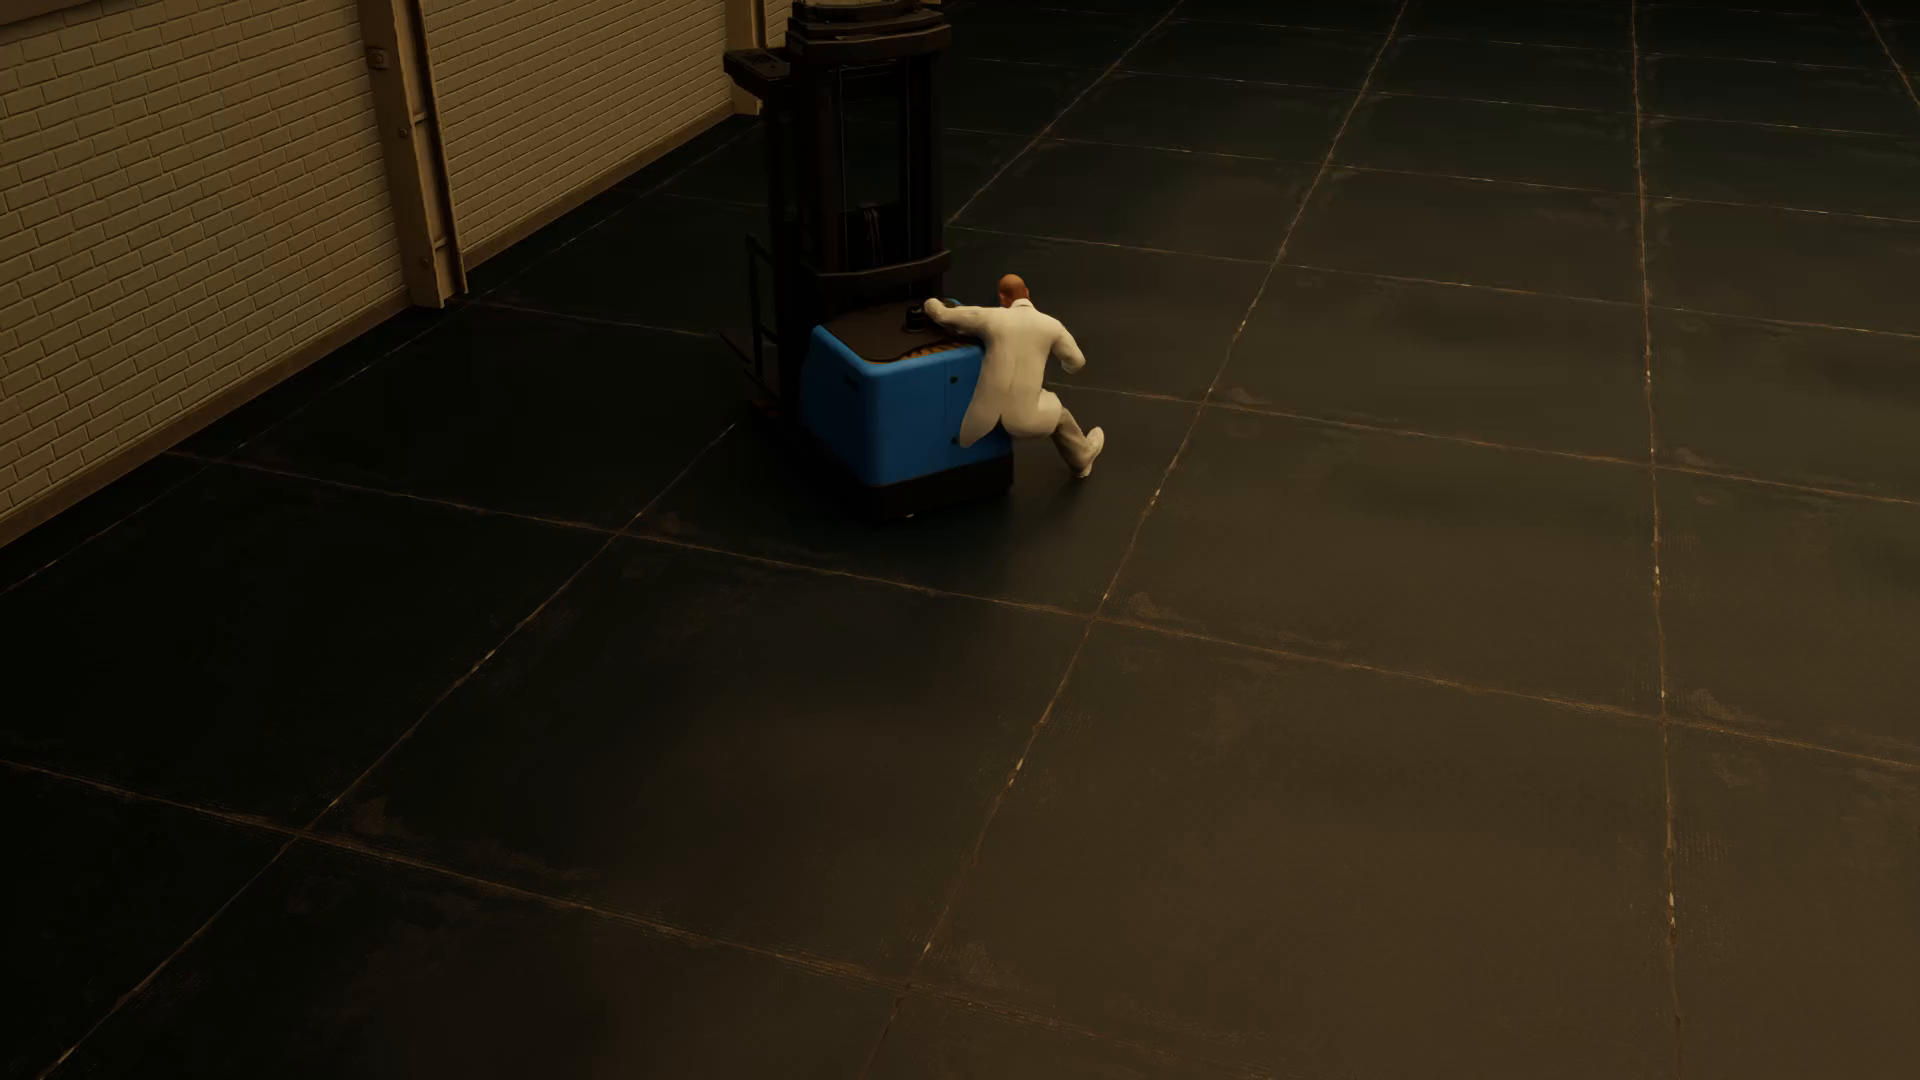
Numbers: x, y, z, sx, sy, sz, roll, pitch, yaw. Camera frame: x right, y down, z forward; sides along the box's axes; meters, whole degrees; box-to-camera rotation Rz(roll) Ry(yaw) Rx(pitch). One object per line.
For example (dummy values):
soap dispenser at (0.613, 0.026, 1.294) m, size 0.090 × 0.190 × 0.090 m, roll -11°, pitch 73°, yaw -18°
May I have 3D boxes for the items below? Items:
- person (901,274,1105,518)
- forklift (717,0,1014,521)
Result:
person at (0.257, -0.923, 10.331) m, size 1.314 × 1.414 × 0.943 m, roll 2°, pitch 30°, yaw 4°
forklift at (-0.805, -2.088, 10.800) m, size 1.130 × 2.935 × 3.031 m, roll -15°, pitch 33°, yaw -24°
